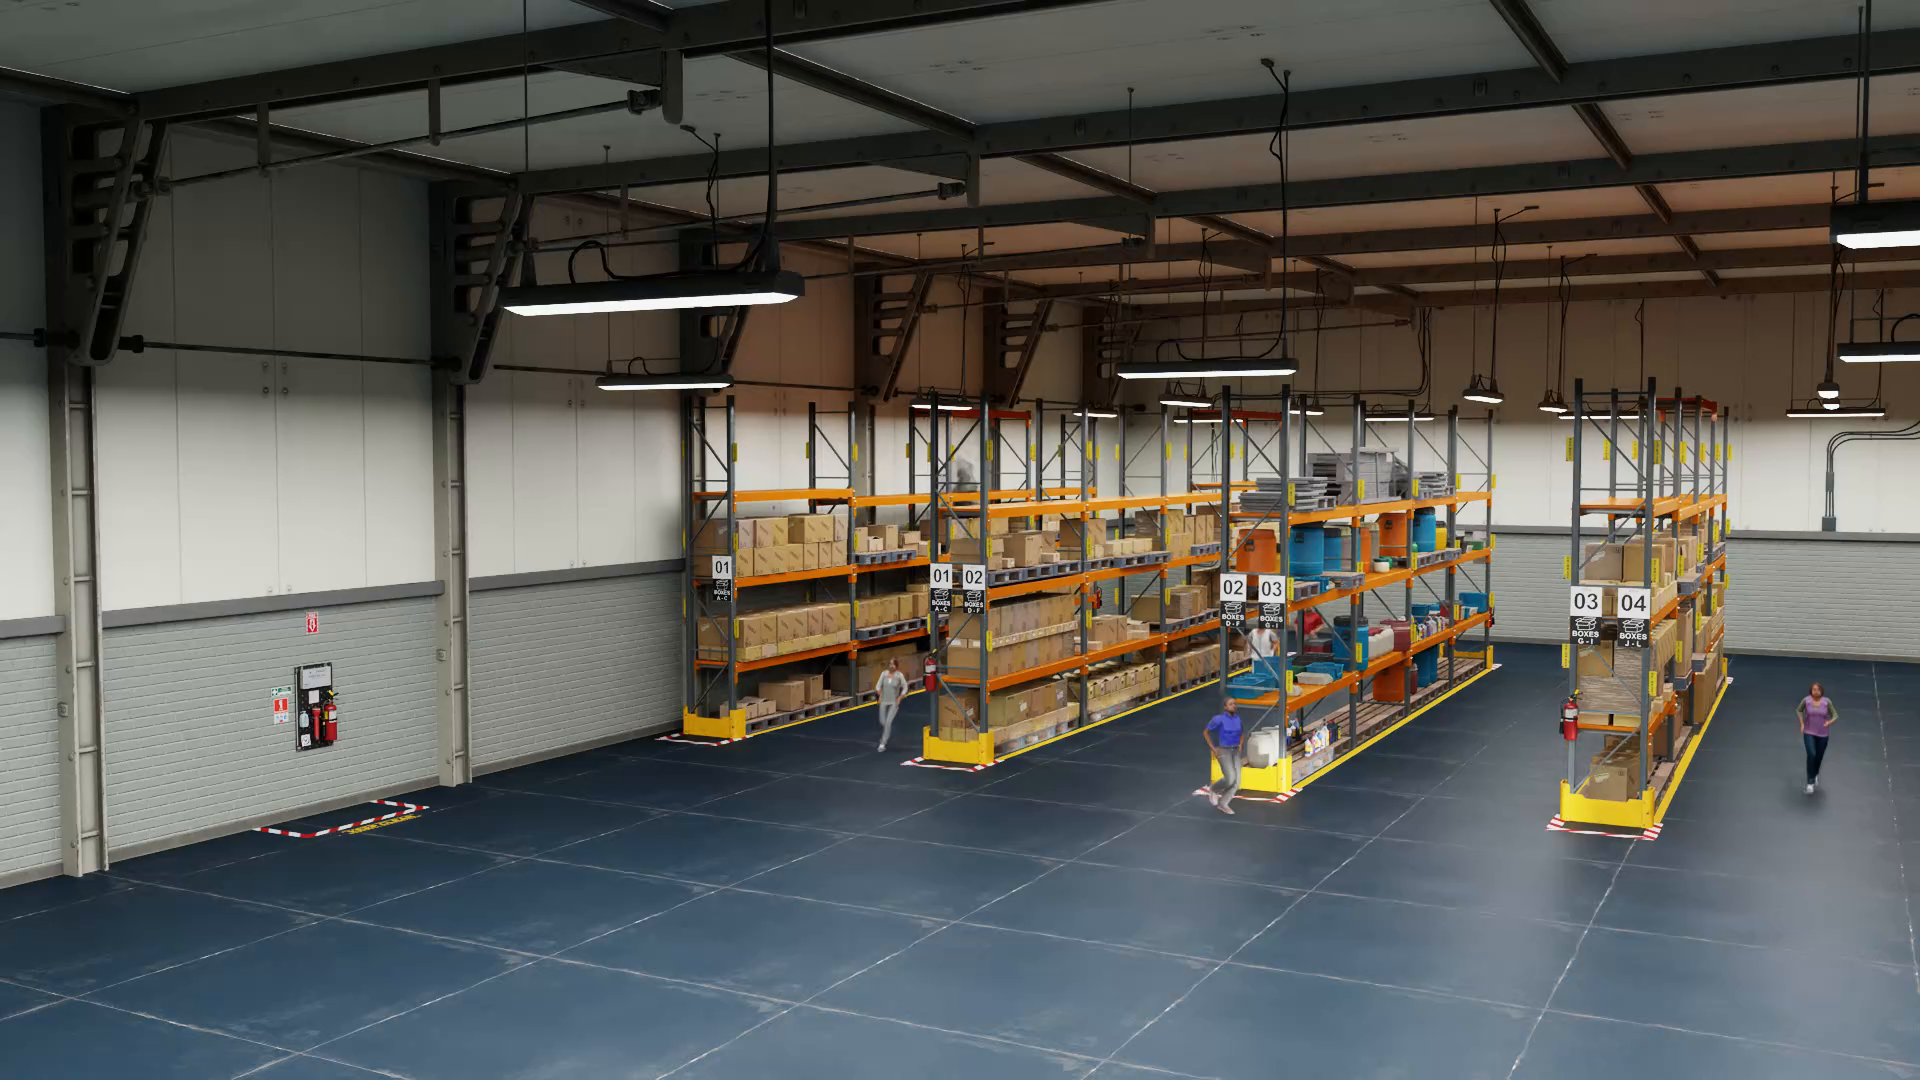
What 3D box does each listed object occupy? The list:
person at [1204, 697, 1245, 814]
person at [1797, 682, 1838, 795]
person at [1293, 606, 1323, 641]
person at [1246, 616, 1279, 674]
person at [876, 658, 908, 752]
[{"bbox_3d":[3.733,2.990,23.116,0.587,1.605,0.511,-2,4,-32],"label":"person"},{"bbox_3d":[12.668,2.914,24.586,0.533,1.608,0.736,1,3,20],"label":"person"},{"bbox_3d":[7.734,2.216,36.985,0.657,1.686,0.590,1,3,15],"label":"person"},{"bbox_3d":[5.983,2.378,33.073,0.644,1.741,0.580,1,3,19],"label":"person"},{"bbox_3d":[-1.149,2.762,28.053,0.556,1.569,0.616,0,3,7],"label":"person"}]
